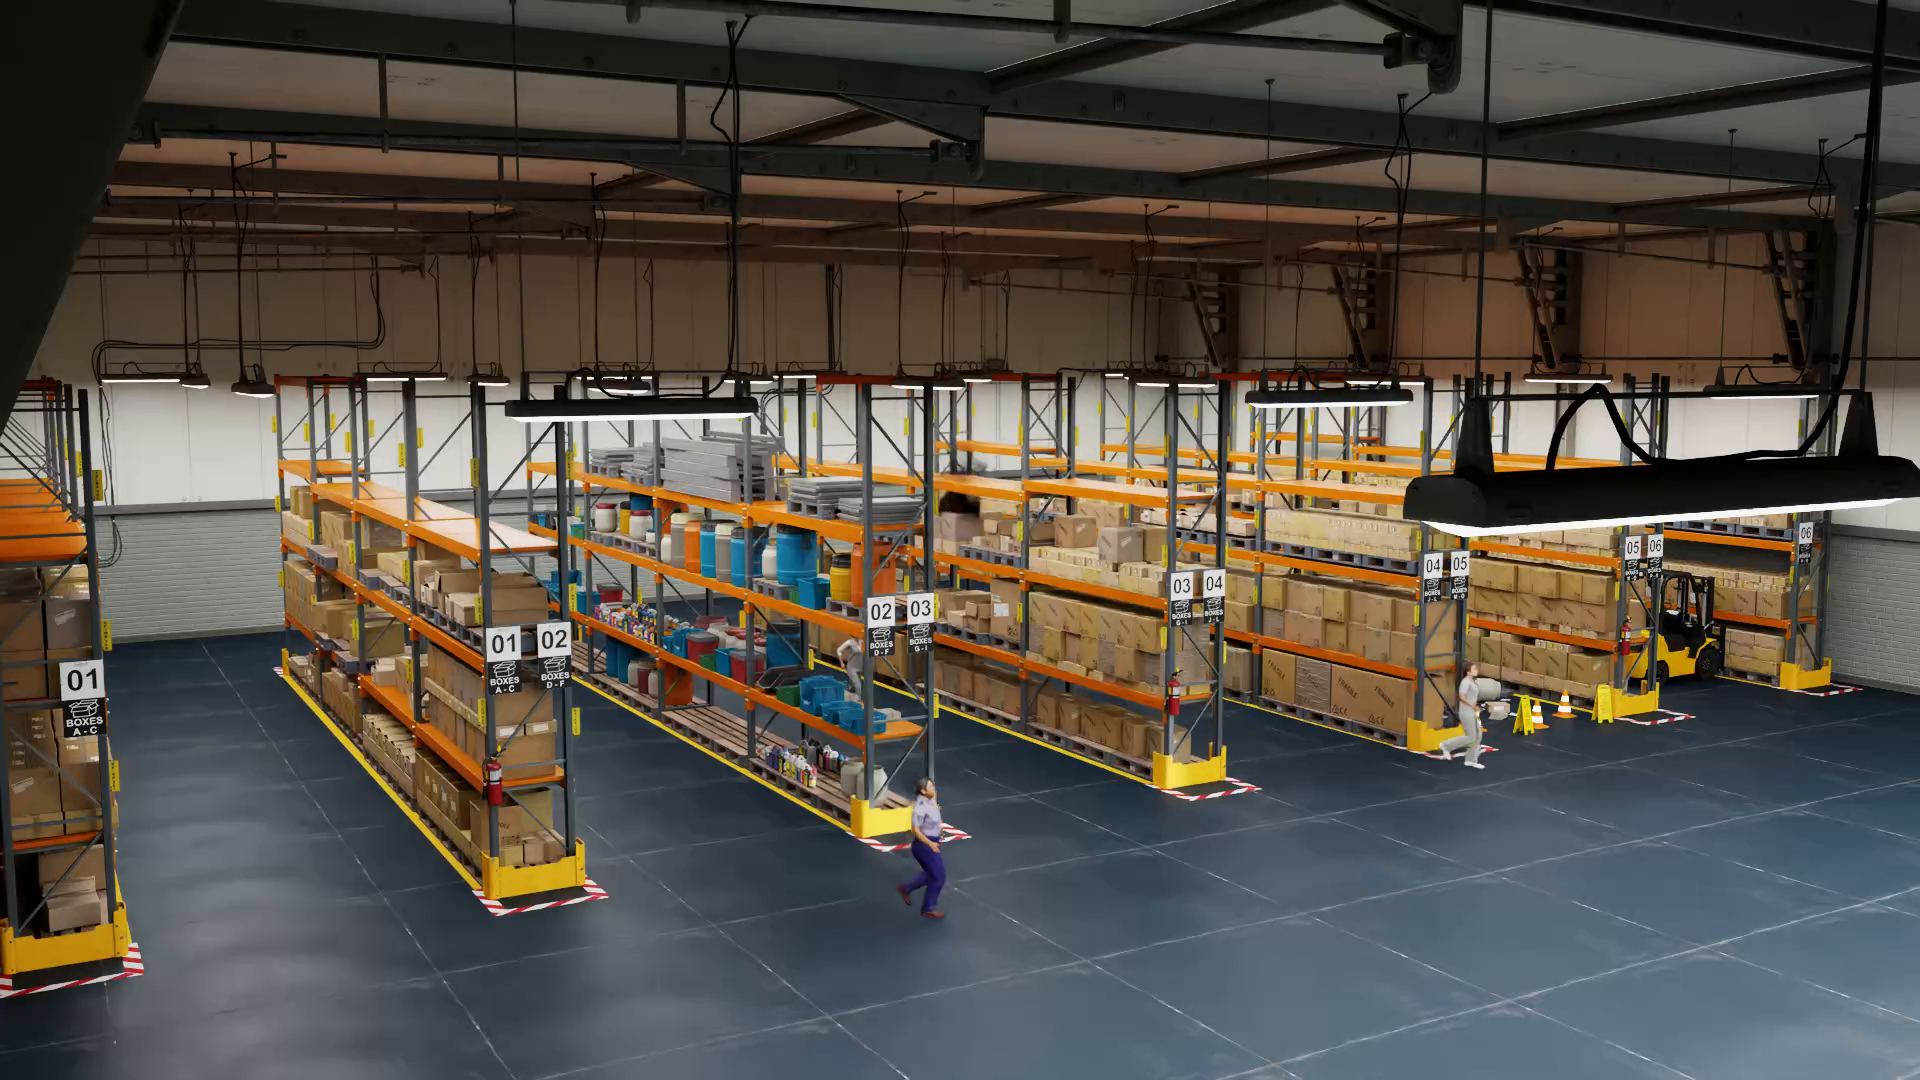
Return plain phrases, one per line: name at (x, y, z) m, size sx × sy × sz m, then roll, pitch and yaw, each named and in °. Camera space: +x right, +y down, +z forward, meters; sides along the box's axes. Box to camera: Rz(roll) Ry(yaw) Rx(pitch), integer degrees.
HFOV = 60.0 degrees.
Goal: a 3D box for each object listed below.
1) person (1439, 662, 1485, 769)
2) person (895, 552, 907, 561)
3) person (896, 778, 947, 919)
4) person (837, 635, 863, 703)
person at (7.804, 2.708, 25.791) m, size 0.691 × 1.665 × 0.581 m, roll 2°, pitch 7°, yaw 21°
person at (-1.702, 0.984, 41.256) m, size 0.856 × 1.679 × 0.821 m, roll 6°, pitch 8°, yaw 42°
person at (-0.433, 3.493, 18.859) m, size 0.566 × 1.608 × 0.602 m, roll 0°, pitch 6°, yaw 2°
person at (-1.855, 2.317, 29.295) m, size 0.520 × 1.597 × 0.855 m, roll -6°, pitch 8°, yaw -42°
